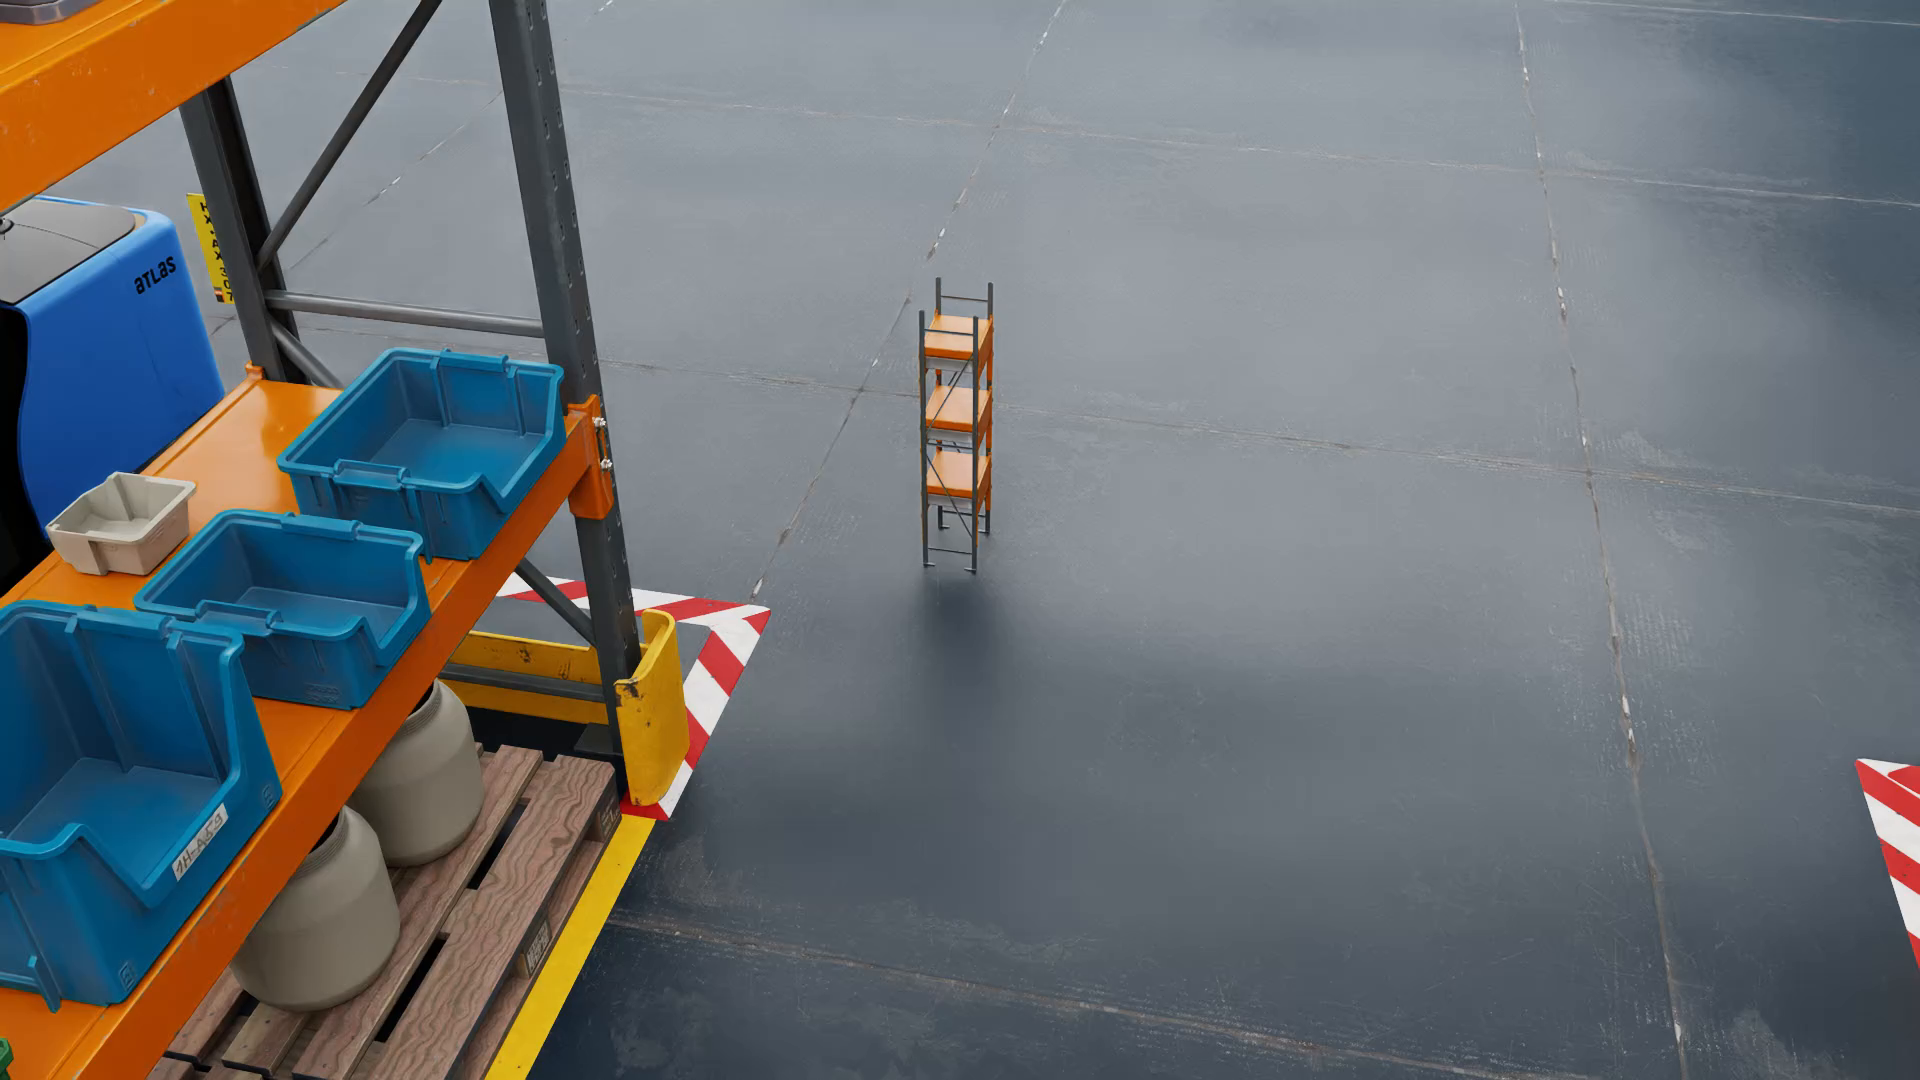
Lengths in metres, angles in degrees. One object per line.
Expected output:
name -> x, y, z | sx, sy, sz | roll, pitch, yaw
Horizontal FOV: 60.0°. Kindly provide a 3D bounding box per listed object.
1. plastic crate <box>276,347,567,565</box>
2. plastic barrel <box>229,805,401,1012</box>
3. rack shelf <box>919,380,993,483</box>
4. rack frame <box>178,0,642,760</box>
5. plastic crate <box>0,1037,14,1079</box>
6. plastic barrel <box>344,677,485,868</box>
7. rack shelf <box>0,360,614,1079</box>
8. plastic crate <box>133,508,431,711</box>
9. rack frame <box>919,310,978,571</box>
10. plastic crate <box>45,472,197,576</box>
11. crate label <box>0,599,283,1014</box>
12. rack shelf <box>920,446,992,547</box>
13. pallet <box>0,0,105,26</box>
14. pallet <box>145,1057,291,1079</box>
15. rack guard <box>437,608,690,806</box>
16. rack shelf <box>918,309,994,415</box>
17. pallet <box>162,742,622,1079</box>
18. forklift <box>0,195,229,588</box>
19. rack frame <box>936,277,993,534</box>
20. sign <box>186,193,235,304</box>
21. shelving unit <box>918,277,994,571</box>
plastic crate -> -1.306, -0.224, 4.130 | 0.499, 0.251, 0.616 | 7, 37, 10
plastic barrel -> -1.665, 0.903, 4.210 | 0.421, 0.512, 0.421 | 0, 36, 0
rack shelf -> -0.011, -0.386, 5.906 | 0.215, 0.259, 0.240 | 7, 37, 10
rack frame -> -1.492, -0.609, 4.534 | 1.000, 3.000, 0.127 | 7, 37, 10
plastic crate -> -1.780, 1.028, 2.457 | 0.450, 0.188, 0.662 | 7, 37, 10
plastic barrel -> -1.558, 0.616, 4.607 | 0.421, 0.512, 0.421 | 0, 36, 0
rack shelf -> -1.919, 0.829, 3.163 | 1.077, 0.370, 4.000 | 7, 37, 10
plastic crate -> -1.451, 0.148, 3.617 | 0.499, 0.251, 0.408 | 7, 37, 10
rack frame -> -0.038, -0.324, 5.803 | 0.200, 1.050, 0.008 | 7, 37, 10
plastic crate -> -1.997, -0.029, 3.959 | 0.298, 0.136, 0.250 | 7, 37, 10
crate label -> -1.621, 0.466, 3.021 | 0.502, 0.435, 0.616 | 7, 37, 10
rack shelf -> -0.011, -0.161, 6.069 | 0.215, 0.259, 0.240 | 7, 37, 10
pallet -> -1.764, -1.285, 3.071 | 1.003, 0.211, 1.213 | 7, 37, 10
pallet -> -1.904, 1.732, 3.680 | 1.003, 0.211, 1.213 | 7, 37, 10
rack guard -> -1.462, 0.453, 5.199 | 1.175, 0.500, 0.348 | 7, 37, 10
rack shelf -> -0.011, -0.616, 5.739 | 0.215, 0.259, 0.240 | 7, 37, 10
pallet -> -1.641, 1.035, 4.642 | 1.003, 0.211, 1.213 | 7, 37, 10
forklift -> -3.761, -0.764, 4.806 | 1.130, 2.935, 3.031 | 10, 37, 13
rack frame -> 0.015, -0.464, 5.996 | 0.200, 1.050, 0.008 | 7, 37, 10
sign -> -2.028, -0.792, 4.551 | 0.100, 0.325, 0.005 | 7, 37, 10
shelving unit -> -0.011, -0.394, 5.900 | 0.215, 1.050, 0.252 | 7, 37, 10
